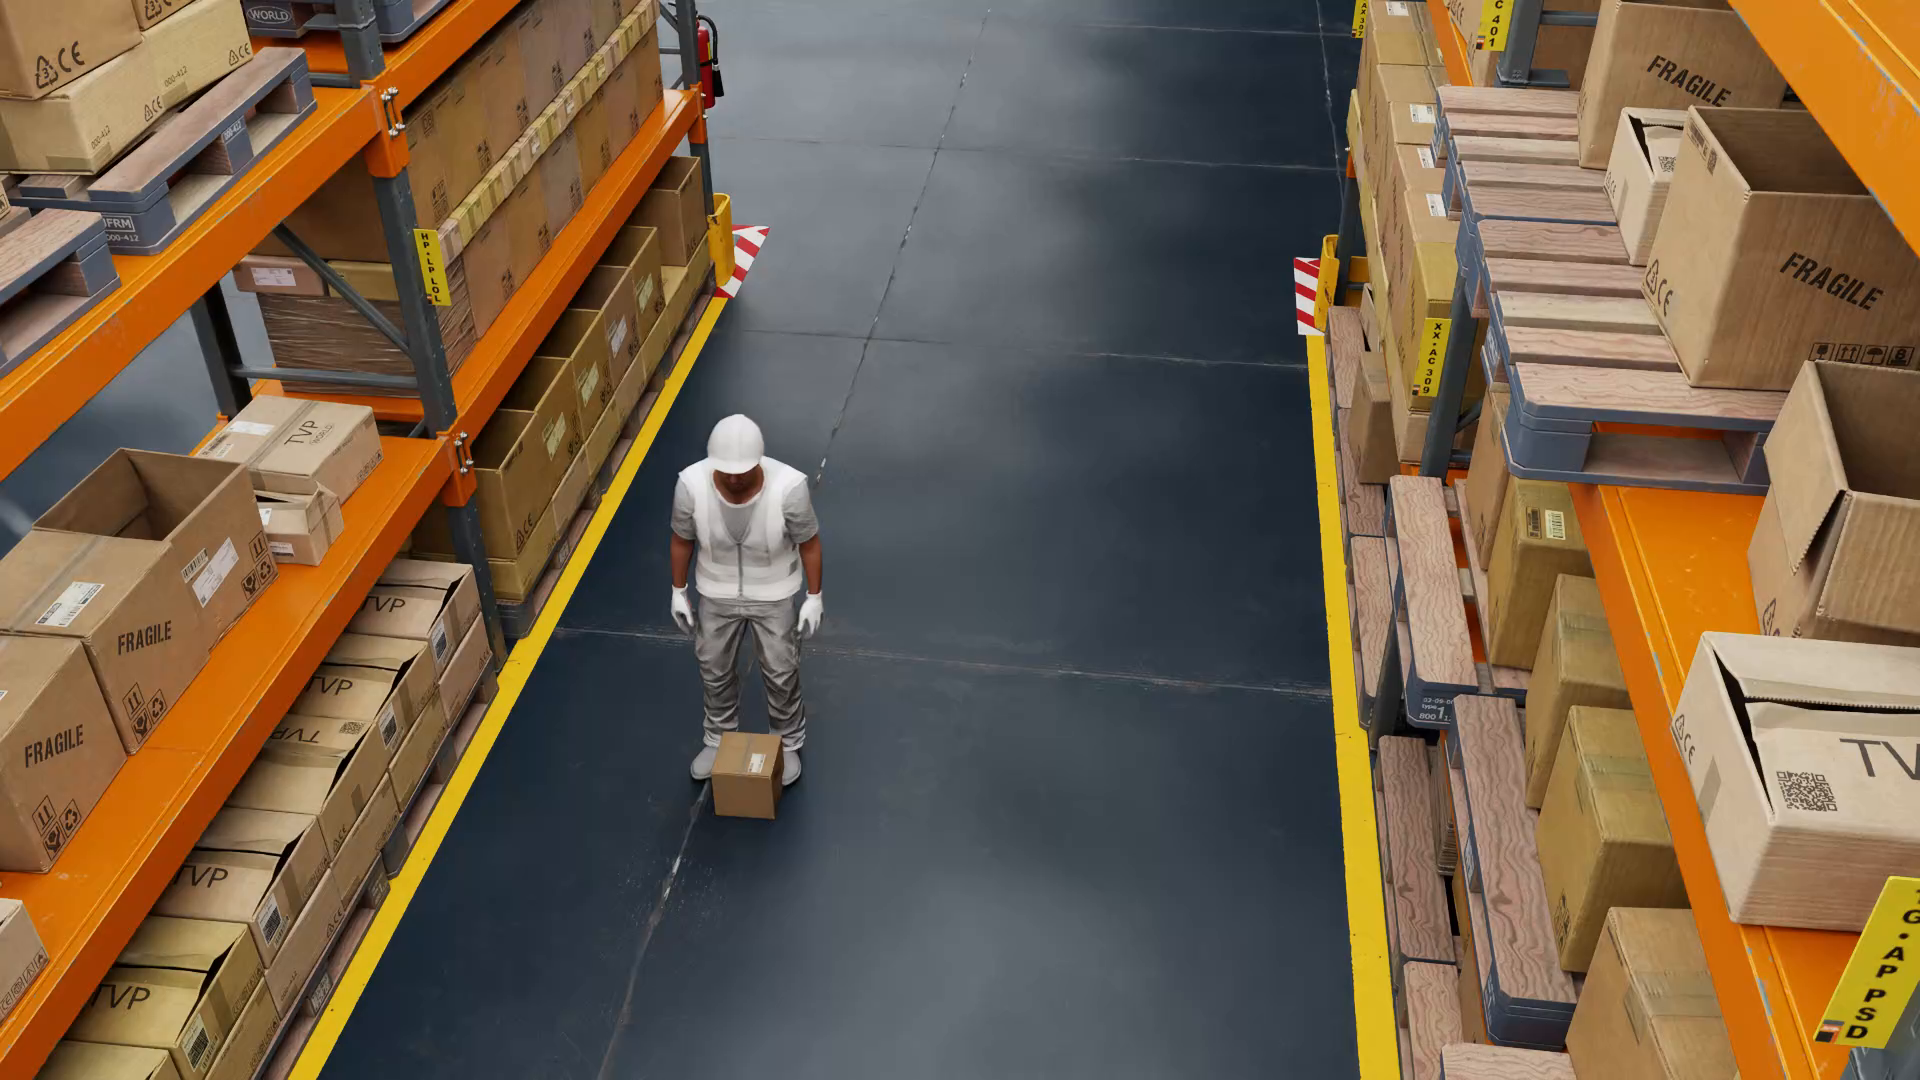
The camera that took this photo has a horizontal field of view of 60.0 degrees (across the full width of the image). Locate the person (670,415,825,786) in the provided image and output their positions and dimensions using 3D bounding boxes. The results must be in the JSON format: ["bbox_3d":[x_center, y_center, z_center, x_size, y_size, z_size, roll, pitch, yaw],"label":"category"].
[{"bbox_3d":[-0.859,0.234,6.708,0.622,1.773,0.450,2,36,3],"label":"person"}]
